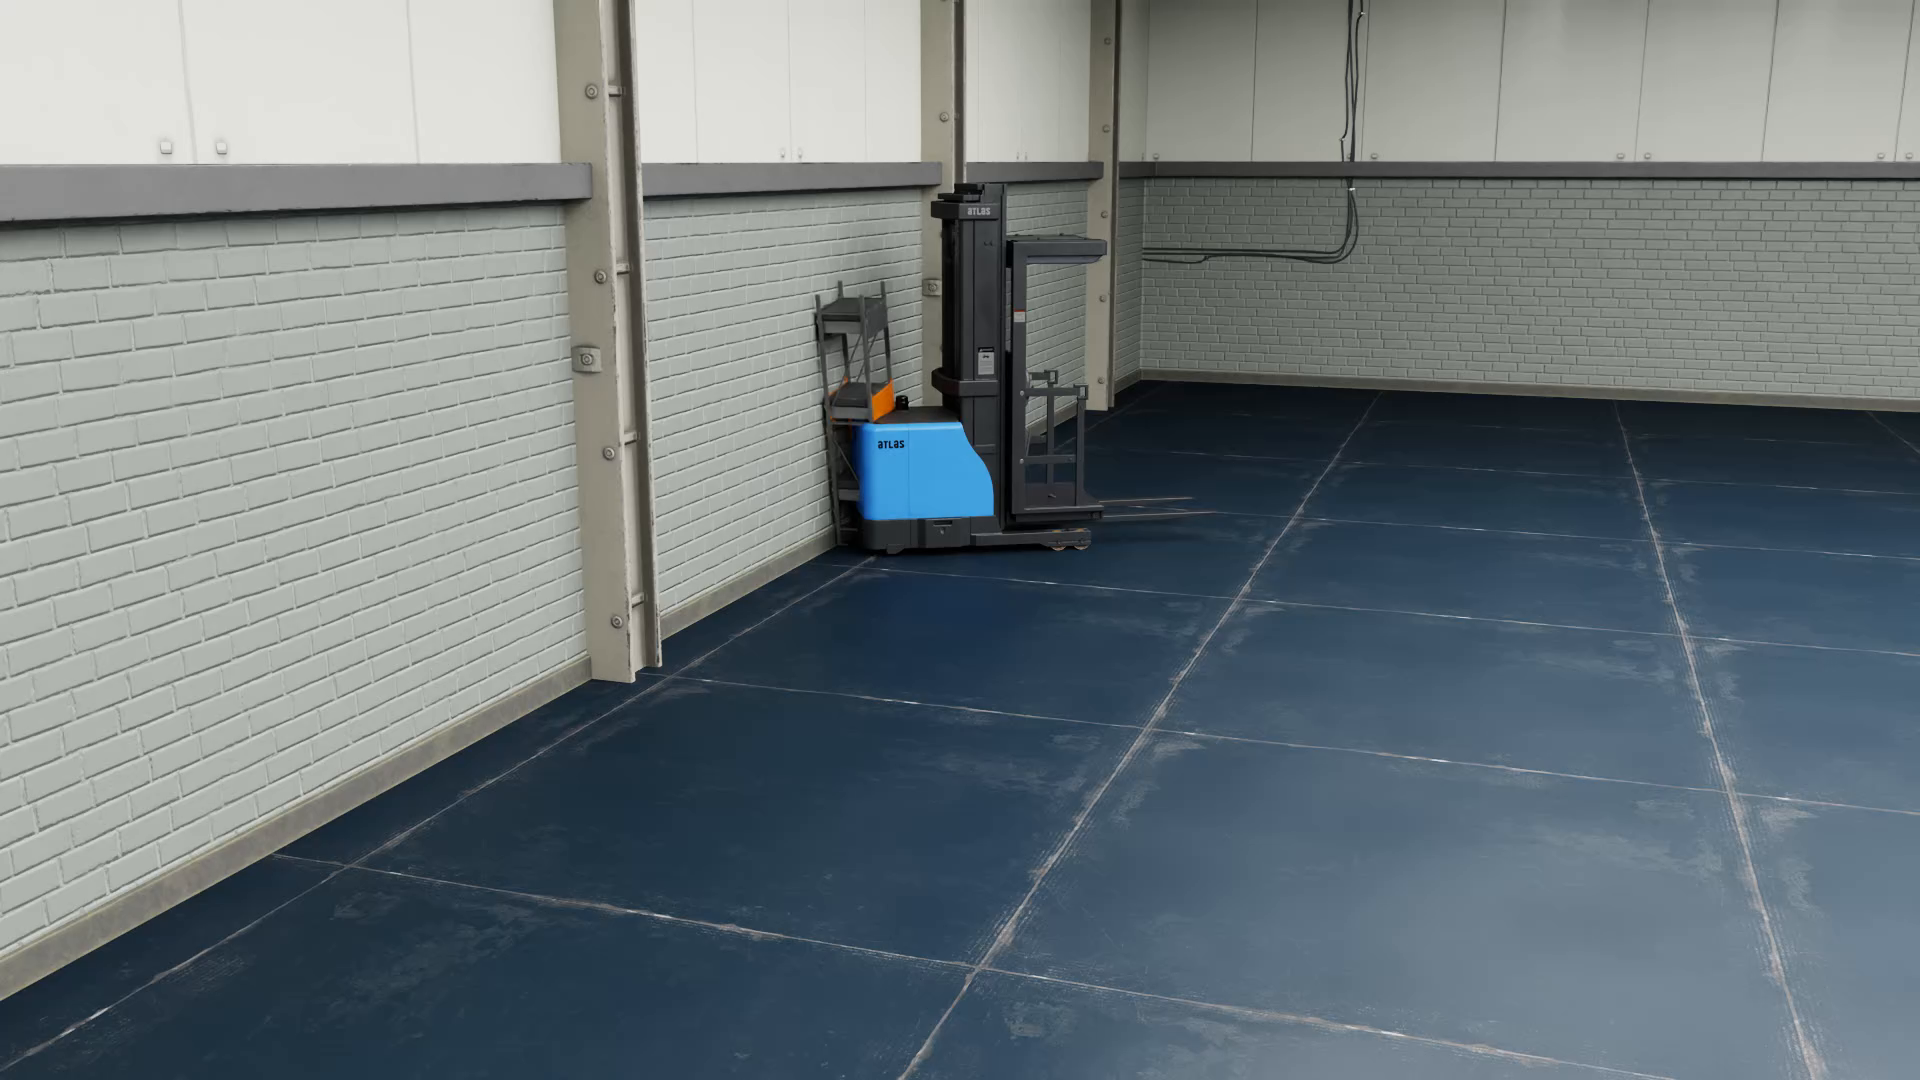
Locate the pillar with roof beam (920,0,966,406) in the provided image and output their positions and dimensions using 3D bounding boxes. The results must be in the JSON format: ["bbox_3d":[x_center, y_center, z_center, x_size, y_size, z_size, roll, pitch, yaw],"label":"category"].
[{"bbox_3d":[3.924,-4.519,13.566,9.100,9.000,0.400,4,14,18],"label":"pillar with roof beam"}]

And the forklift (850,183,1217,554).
[{"bbox_3d":[0.619,-1.456,13.779,3.031,2.935,1.130,-2,13,-11],"label":"forklift"}]

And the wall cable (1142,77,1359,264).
[{"bbox_3d":[3.996,-5.104,23.105,3.097,2.526,0.112,4,14,18],"label":"wall cable"}]

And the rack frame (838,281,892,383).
[{"bbox_3d":[-0.734,-1.103,13.746,0.400,2.100,0.015,3,22,17],"label":"rack frame"}]

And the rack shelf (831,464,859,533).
[{"bbox_3d":[-0.765,-0.351,13.785,0.431,0.518,0.480,3,22,17],"label":"rack shelf"}]

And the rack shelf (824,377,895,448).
[{"bbox_3d":[-0.806,-1.003,13.535,0.431,0.518,0.480,3,22,17],"label":"rack shelf"}]

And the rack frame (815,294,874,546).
[{"bbox_3d":[-0.879,-0.928,13.314,0.400,2.100,0.015,3,22,17],"label":"rack frame"}]

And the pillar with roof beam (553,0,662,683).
[{"bbox_3d":[1.982,-3.256,8.031,9.100,9.000,0.400,4,14,18],"label":"pillar with roof beam"}]

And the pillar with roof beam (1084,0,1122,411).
[{"bbox_3d":[5.865,-5.783,19.101,9.100,9.000,0.400,4,14,18],"label":"pillar with roof beam"}]

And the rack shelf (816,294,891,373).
[{"bbox_3d":[-0.846,-1.656,13.285,0.431,0.518,0.480,3,22,17],"label":"rack shelf"}]

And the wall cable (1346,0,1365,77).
[{"bbox_3d":[6.556,-7.371,21.689,3.097,2.526,0.112,4,14,18],"label":"wall cable"}]

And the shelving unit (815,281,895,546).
[{"bbox_3d":[-0.807,-1.016,13.530,0.431,2.100,0.503,3,22,17],"label":"shelving unit"}]
